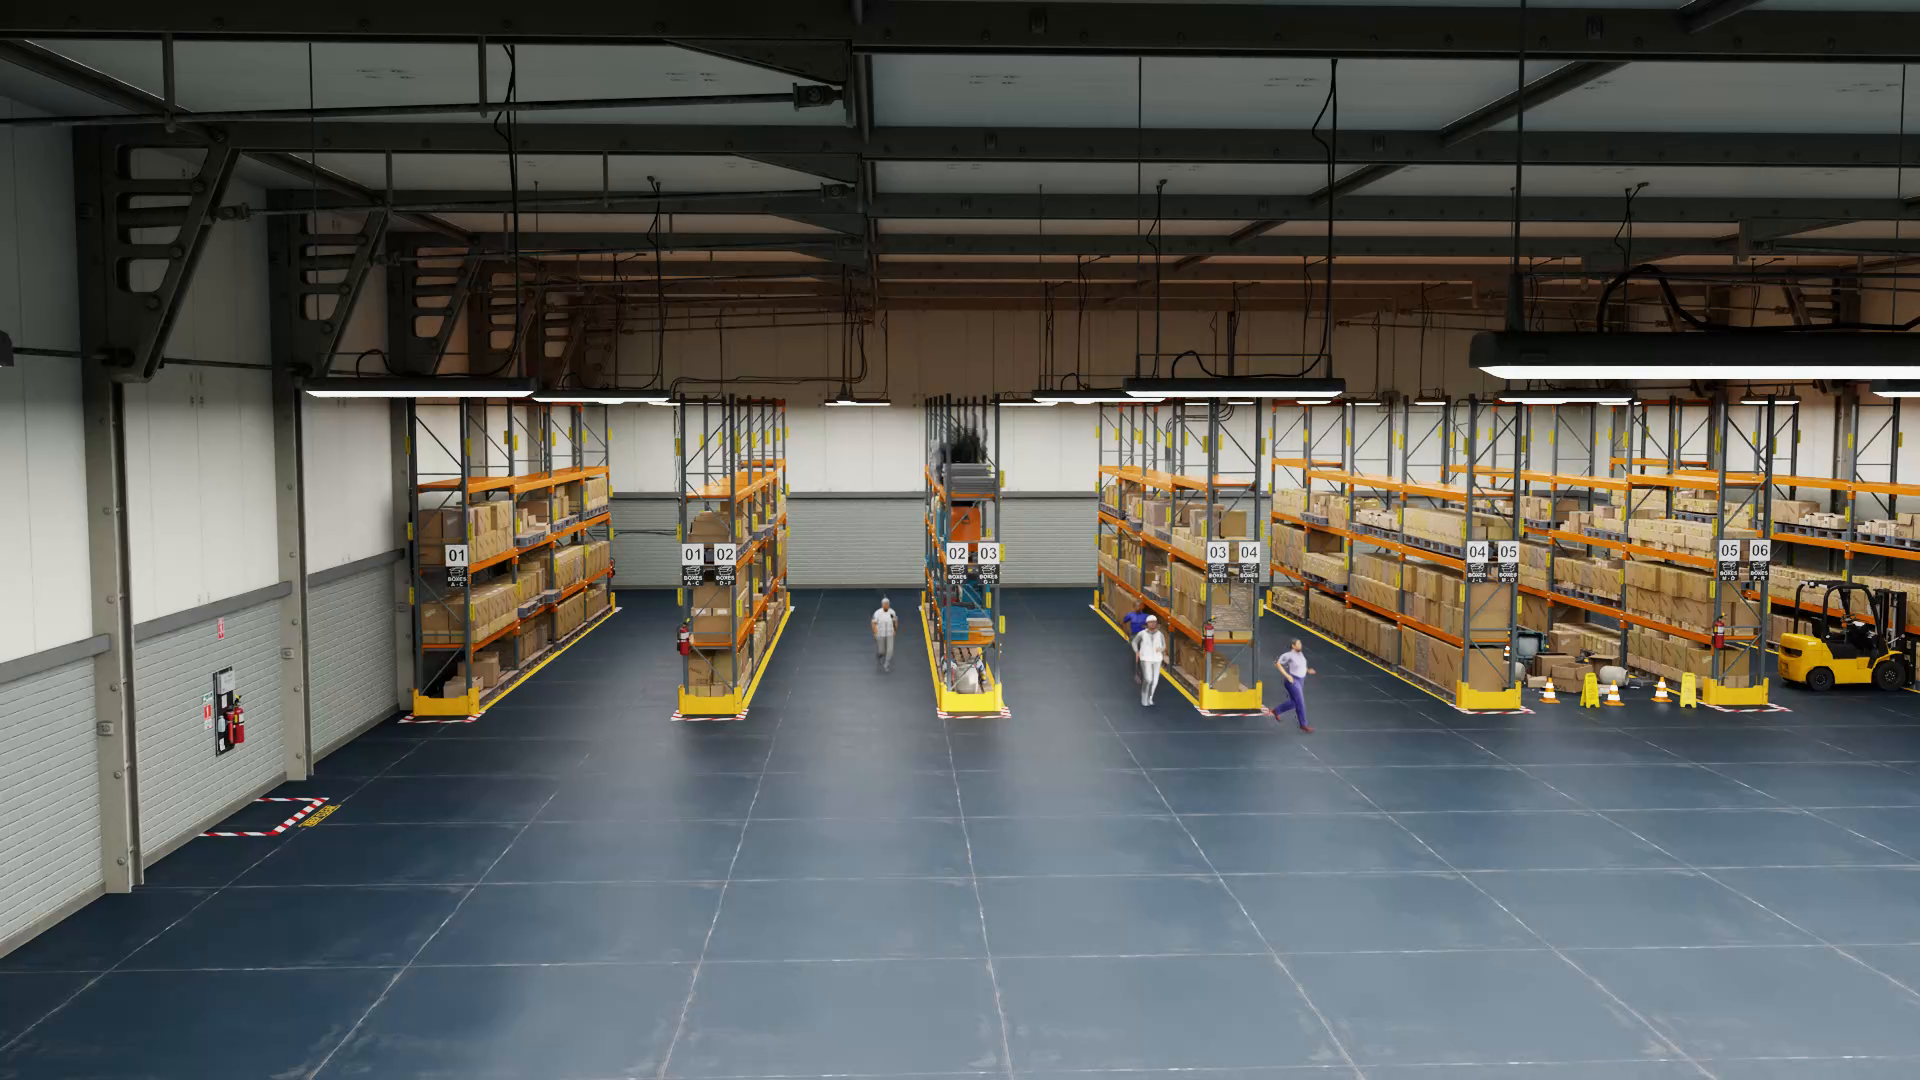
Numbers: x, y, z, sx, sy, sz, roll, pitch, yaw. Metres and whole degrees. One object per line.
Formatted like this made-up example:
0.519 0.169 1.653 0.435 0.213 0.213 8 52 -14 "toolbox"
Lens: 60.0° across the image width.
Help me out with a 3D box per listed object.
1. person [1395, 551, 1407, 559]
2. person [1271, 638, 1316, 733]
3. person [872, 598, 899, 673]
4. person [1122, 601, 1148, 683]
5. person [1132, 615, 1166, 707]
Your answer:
13.005 0.985 49.367 0.674 1.741 0.575 0 5 5 "person"
5.940 2.567 29.620 0.921 1.660 0.607 3 6 37 "person"
-1.631 2.066 36.223 0.593 1.619 0.586 -1 5 -11 "person"
3.731 2.115 35.006 0.562 1.682 0.878 -1 5 -10 "person"
3.667 2.324 31.973 0.628 1.749 0.610 -1 5 -9 "person"
